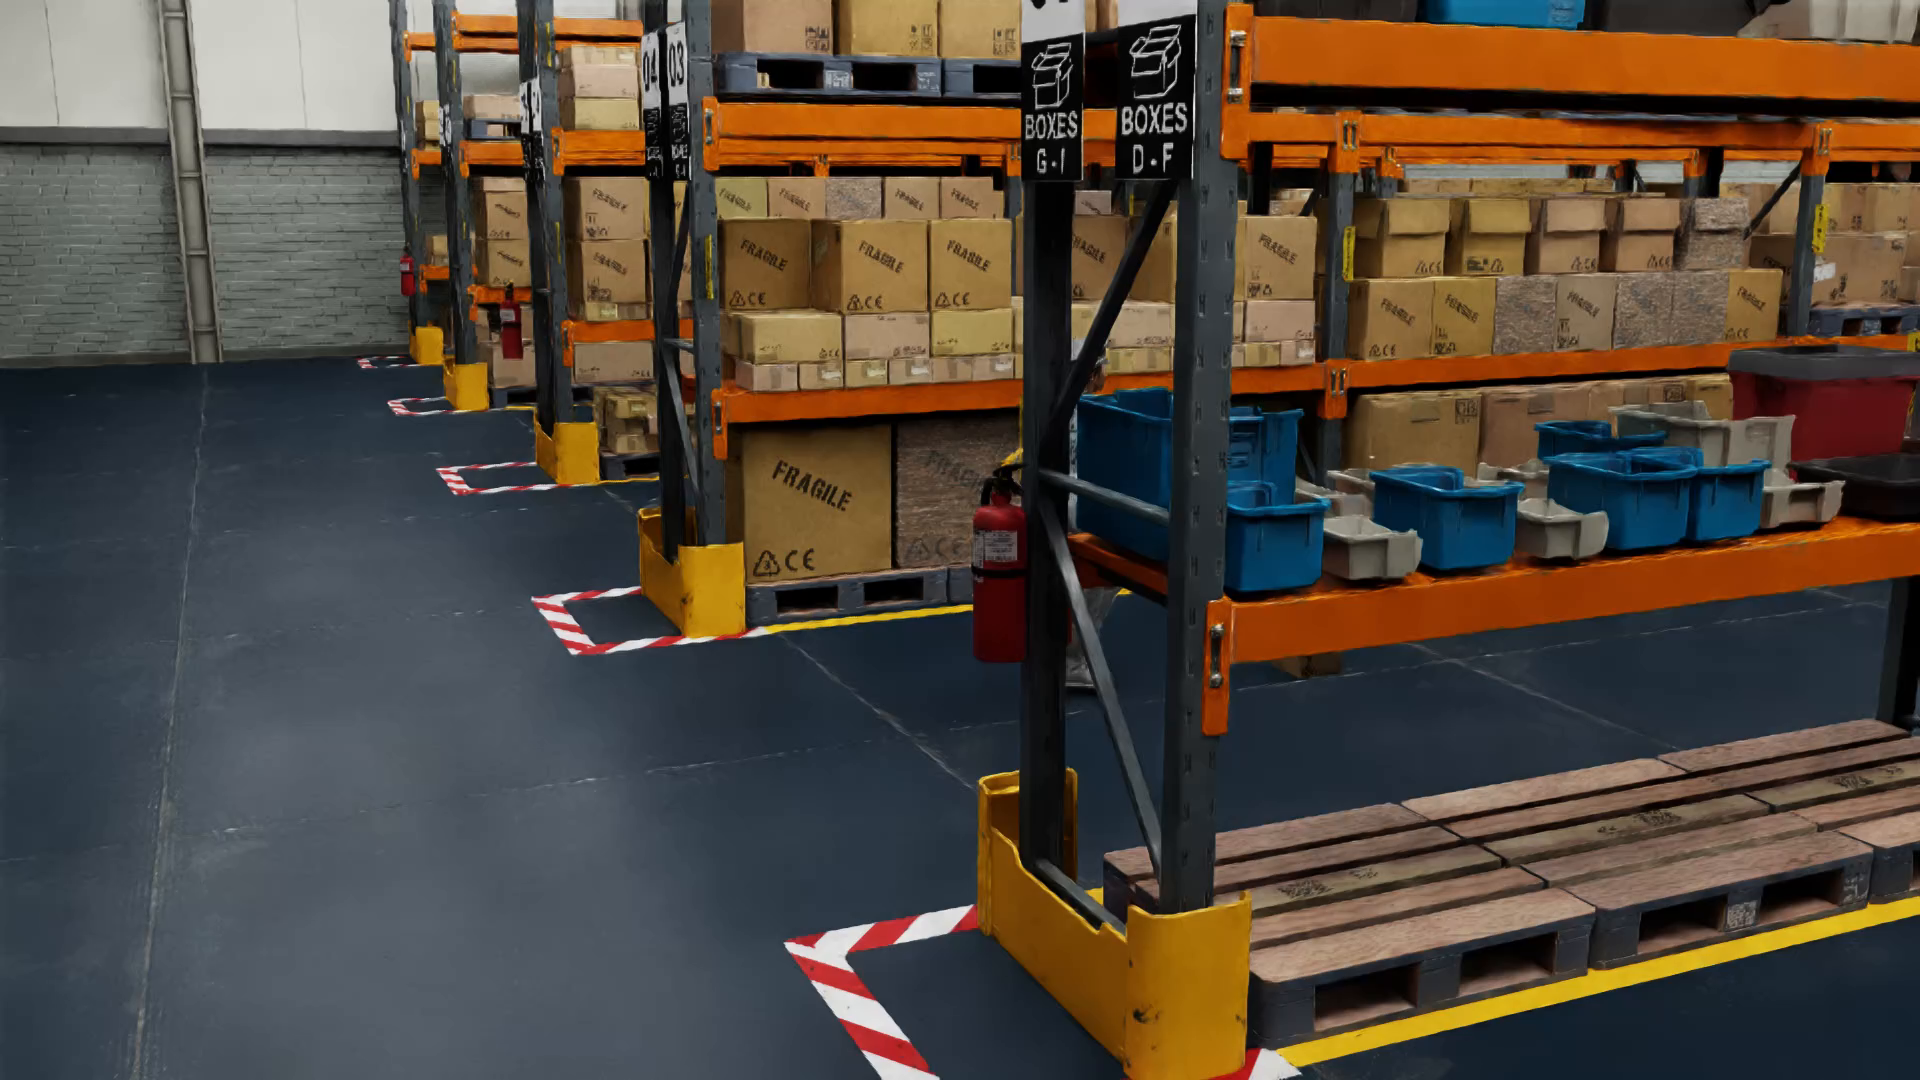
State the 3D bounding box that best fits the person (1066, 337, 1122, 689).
[{"bbox_3d":[0.651,-0.109,7.878,0.449,1.726,0.501,-3,13,-15],"label":"person"}]
